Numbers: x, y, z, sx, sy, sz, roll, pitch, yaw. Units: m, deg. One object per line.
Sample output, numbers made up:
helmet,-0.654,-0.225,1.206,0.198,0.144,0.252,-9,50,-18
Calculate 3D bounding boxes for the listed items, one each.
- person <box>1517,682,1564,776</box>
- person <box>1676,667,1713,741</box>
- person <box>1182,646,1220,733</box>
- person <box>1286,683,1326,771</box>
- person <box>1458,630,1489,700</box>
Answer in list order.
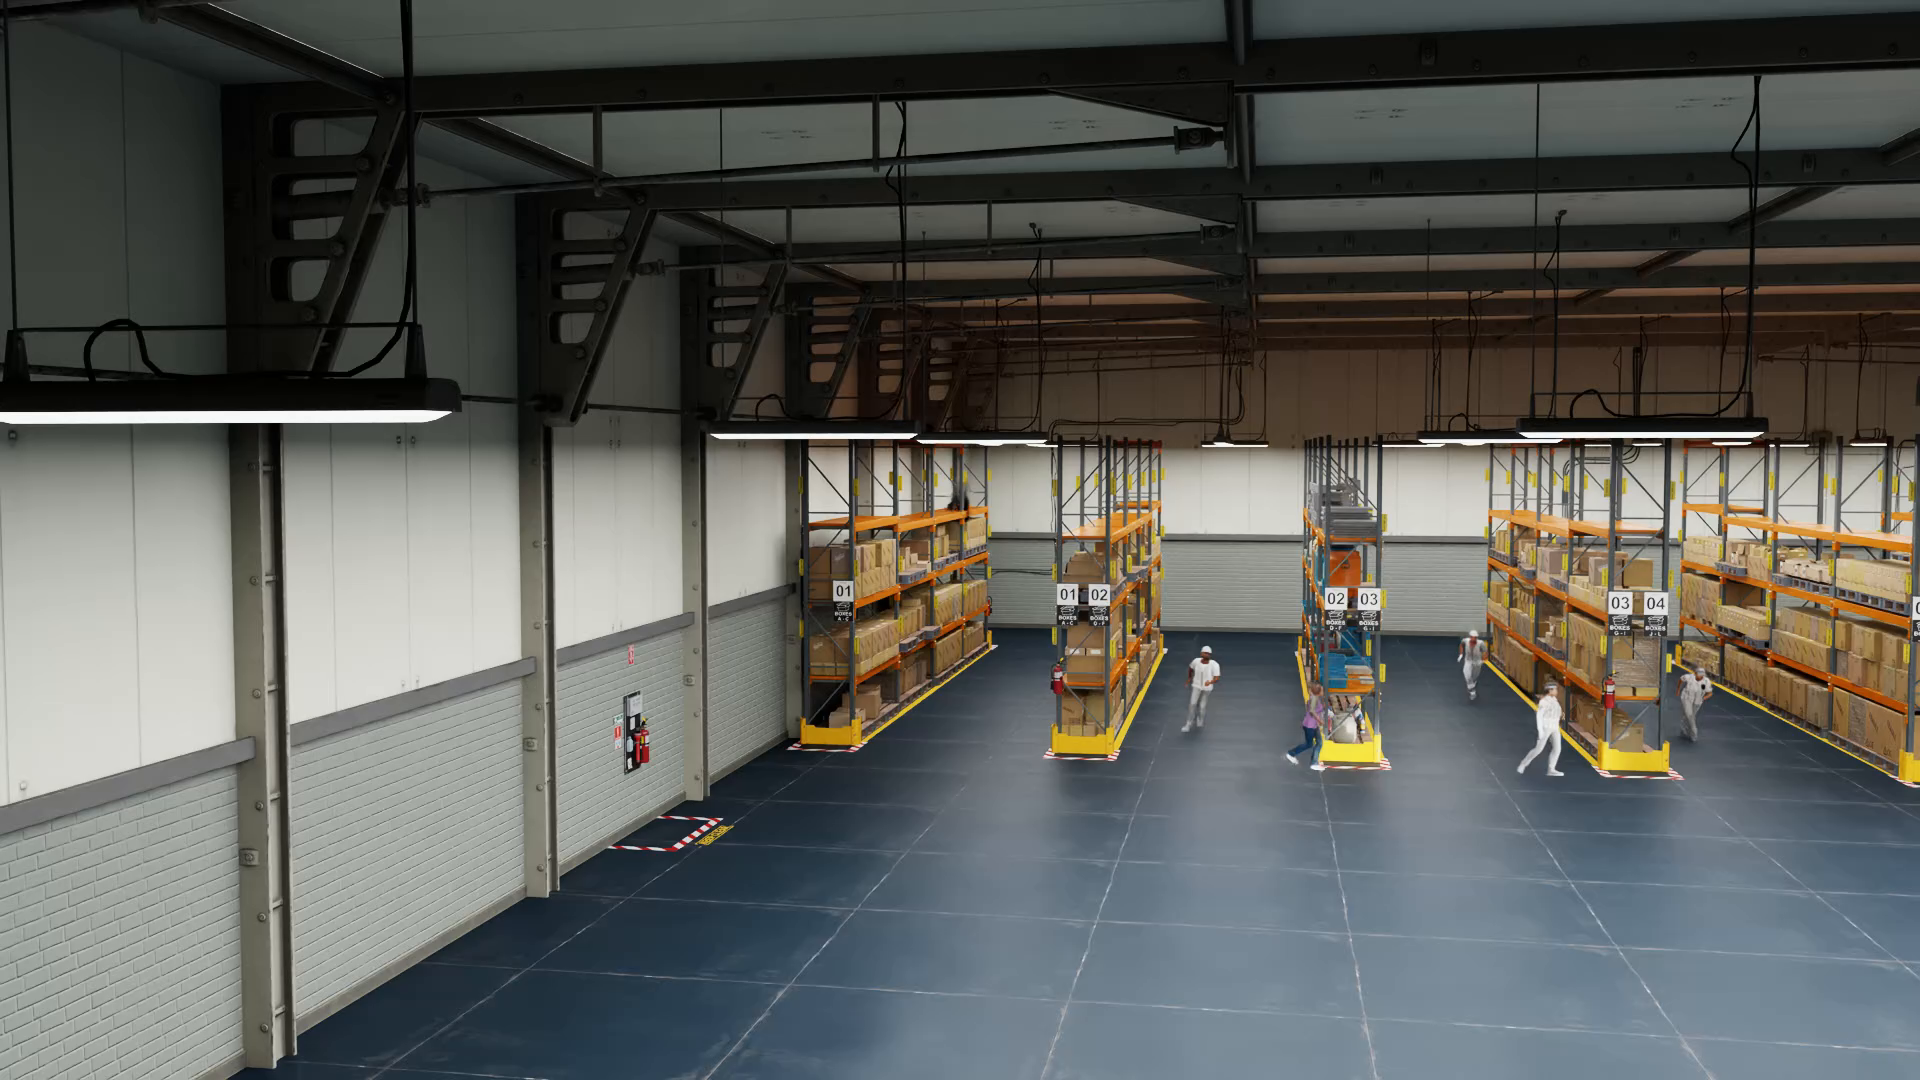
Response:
person,10.228,3.311,29.210,0.720,1.649,0.641,-3,4,-39
person,14.472,3.182,32.825,0.589,1.467,1.083,0,3,8
person,4.909,3.010,33.757,0.745,1.738,0.827,1,3,14
person,6.183,3.334,29.720,0.715,1.570,0.532,1,3,23
person,11.847,2.837,38.370,0.678,1.618,1.139,1,3,19
